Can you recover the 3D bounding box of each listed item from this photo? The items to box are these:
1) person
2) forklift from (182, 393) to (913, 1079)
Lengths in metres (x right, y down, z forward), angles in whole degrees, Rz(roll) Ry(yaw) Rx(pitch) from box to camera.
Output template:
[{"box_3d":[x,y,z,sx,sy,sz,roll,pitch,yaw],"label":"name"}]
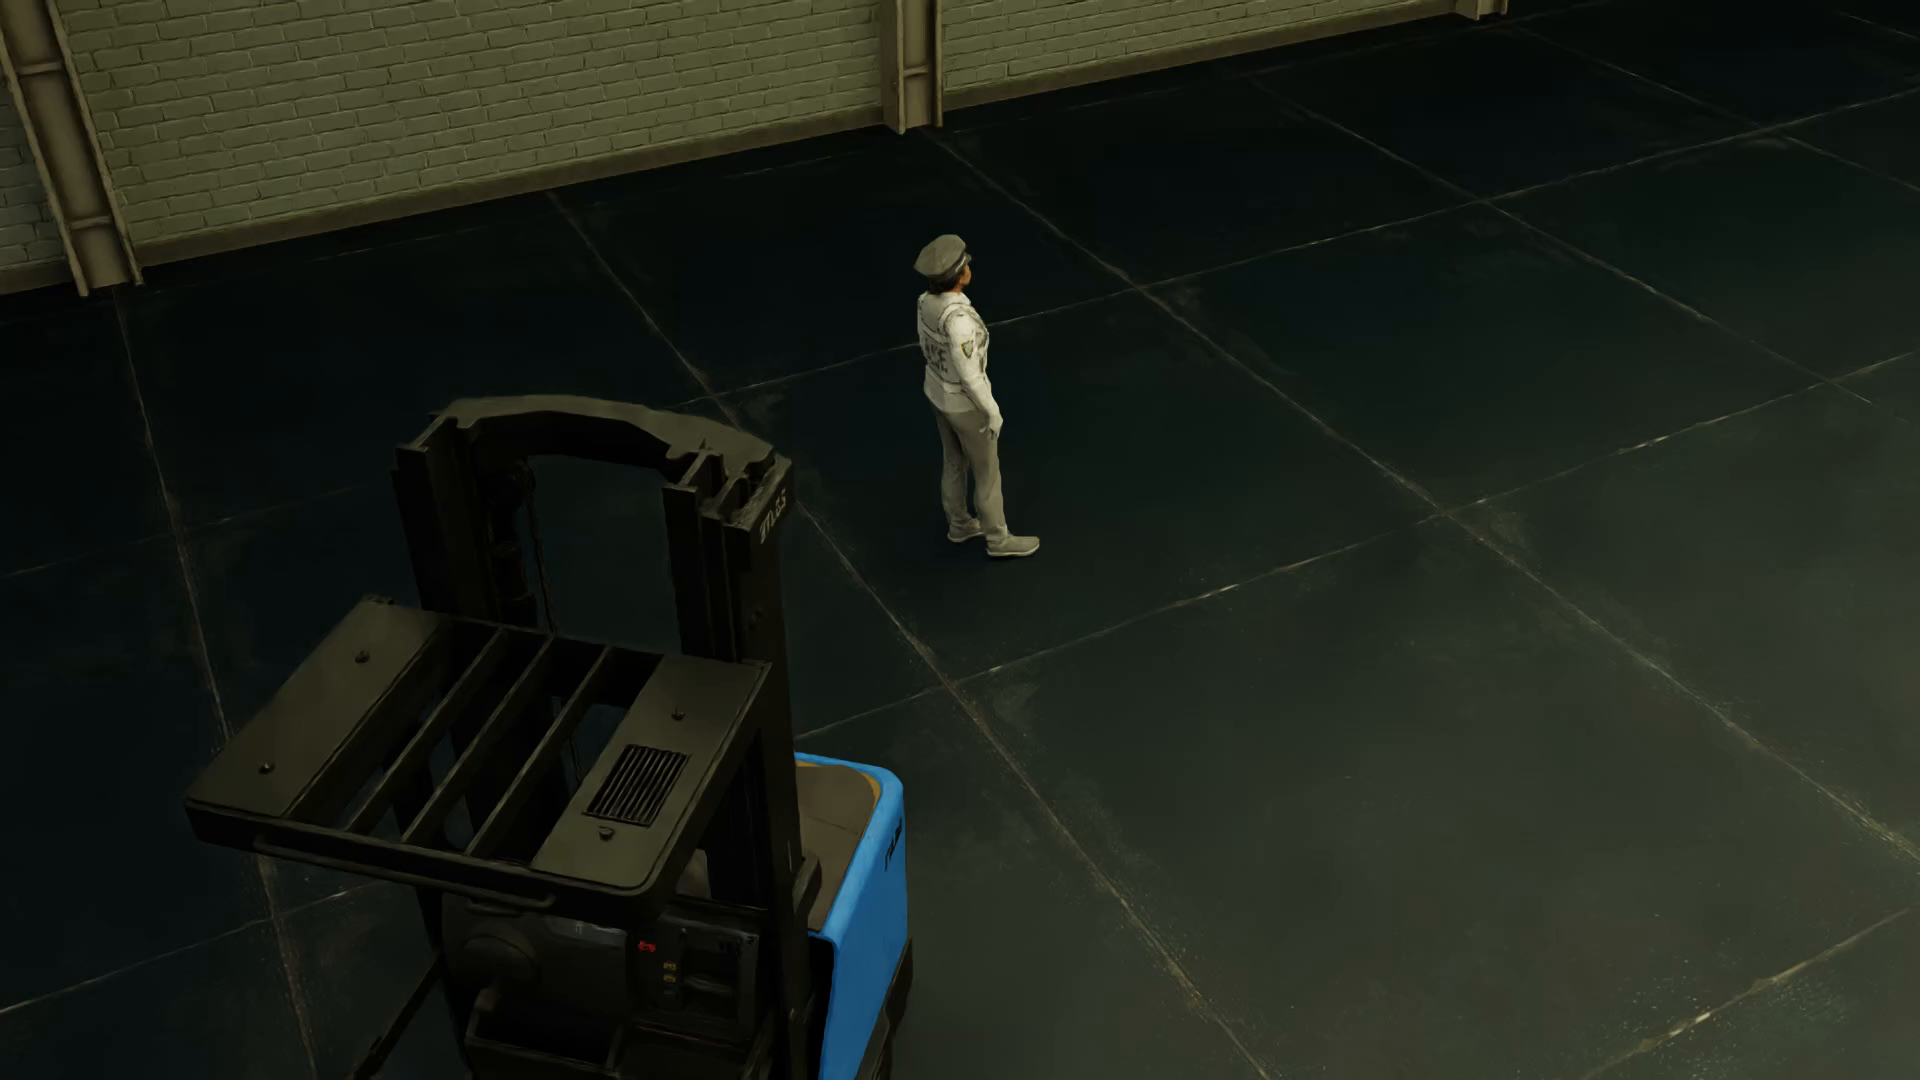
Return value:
[{"box_3d":[0.063,-0.713,8.190,0.532,1.695,0.586,-17,39,-23],"label":"person"},{"box_3d":[-1.043,1.220,4.396,1.130,2.935,3.031,9,36,12],"label":"forklift"}]
